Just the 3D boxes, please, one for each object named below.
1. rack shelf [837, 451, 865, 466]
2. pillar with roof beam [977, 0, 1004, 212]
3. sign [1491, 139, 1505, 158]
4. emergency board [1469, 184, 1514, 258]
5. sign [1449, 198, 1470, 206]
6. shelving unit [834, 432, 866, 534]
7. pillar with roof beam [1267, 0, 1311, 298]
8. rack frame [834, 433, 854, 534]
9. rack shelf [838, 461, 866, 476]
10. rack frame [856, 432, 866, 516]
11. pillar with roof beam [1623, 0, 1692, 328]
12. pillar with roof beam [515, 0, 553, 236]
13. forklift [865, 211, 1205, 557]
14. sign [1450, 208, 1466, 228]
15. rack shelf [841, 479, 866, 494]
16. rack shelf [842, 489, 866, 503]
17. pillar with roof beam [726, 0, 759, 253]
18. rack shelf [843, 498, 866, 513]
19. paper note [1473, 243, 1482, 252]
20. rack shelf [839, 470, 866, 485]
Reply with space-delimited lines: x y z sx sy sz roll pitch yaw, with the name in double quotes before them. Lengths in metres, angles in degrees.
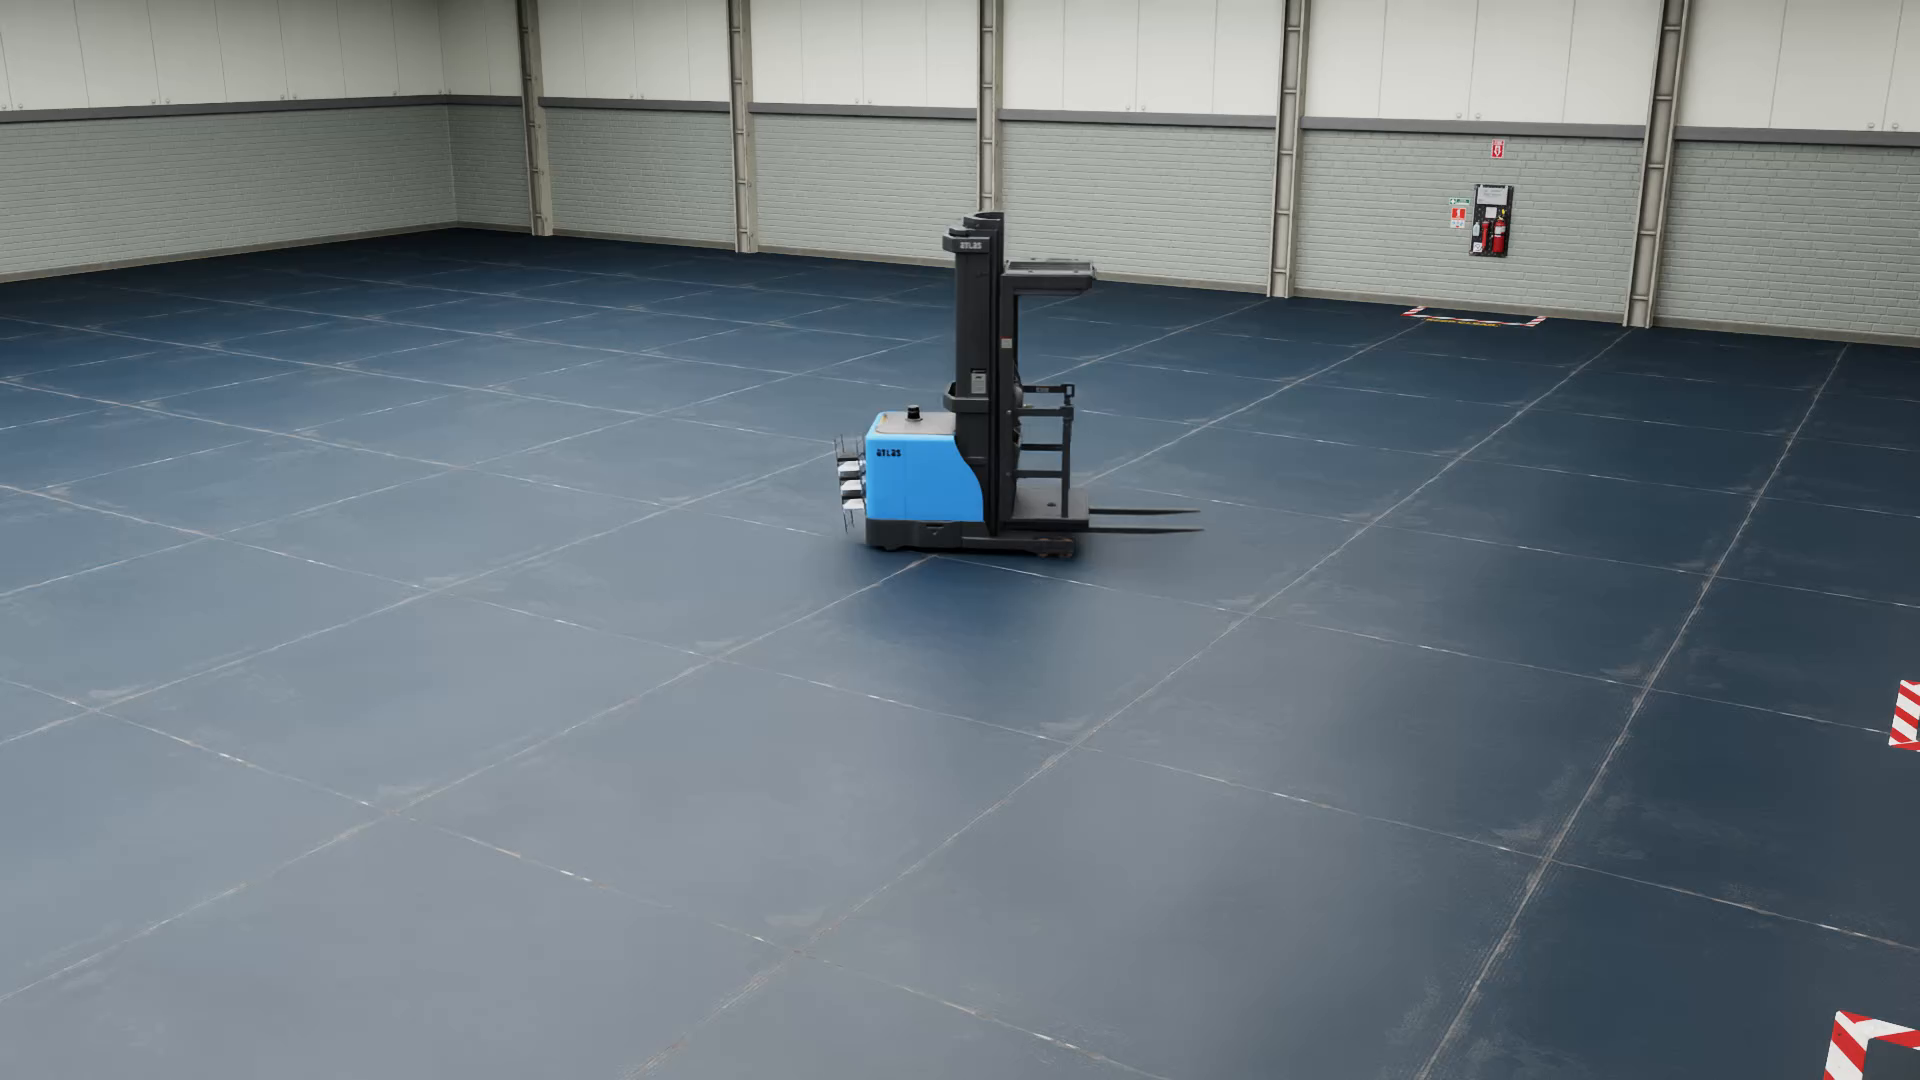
"rack shelf" -1.002 -0.755 15.348 0.200 0.077 0.258 -2 16 13
"pillar with roof beam" -1.685 -8.478 27.676 0.400 9.000 9.100 10 20 30
"sign" 8.753 -6.369 27.066 0.199 0.298 0.001 10 20 30
"emergency board" 8.708 -5.233 27.318 0.643 1.169 0.194 10 20 30
"sign" 8.290 -5.611 27.587 0.331 0.109 0.001 10 20 30
"shelving unit" -0.978 -0.528 15.411 0.210 0.900 0.258 -2 16 13
"pillar with roof beam" 3.428 -7.565 24.672 0.400 9.000 9.100 10 20 30
"rack frame" -1.077 -0.524 15.434 0.006 0.900 0.240 -2 16 13
"rack shelf" -0.993 -0.669 15.372 0.200 0.077 0.258 -2 16 13
"rack frame" -0.879 -0.533 15.388 0.006 0.900 0.240 -2 16 13
"pillar with roof beam" 8.541 -6.652 21.667 0.400 9.000 9.100 10 20 30
"pillar with roof beam" -11.910 -10.303 33.685 0.400 9.000 9.100 10 20 30
"forklift" 0.693 -1.409 14.845 3.031 2.935 1.130 1 17 4
"sign" 8.291 -5.360 27.674 0.234 0.329 0.001 10 20 30
"rack shelf" -0.974 -0.497 15.420 0.200 0.077 0.258 -2 16 13
"rack shelf" -0.965 -0.410 15.444 0.200 0.077 0.258 -2 16 13
"pillar with roof beam" -6.797 -9.390 30.681 0.400 9.000 9.100 10 20 30
"rack shelf" -0.956 -0.324 15.468 0.200 0.077 0.258 -2 16 13
"paper note" 8.593 -4.856 27.591 0.142 0.148 0.016 10 20 30
"rack shelf" -0.984 -0.583 15.396 0.200 0.077 0.258 -2 16 13
